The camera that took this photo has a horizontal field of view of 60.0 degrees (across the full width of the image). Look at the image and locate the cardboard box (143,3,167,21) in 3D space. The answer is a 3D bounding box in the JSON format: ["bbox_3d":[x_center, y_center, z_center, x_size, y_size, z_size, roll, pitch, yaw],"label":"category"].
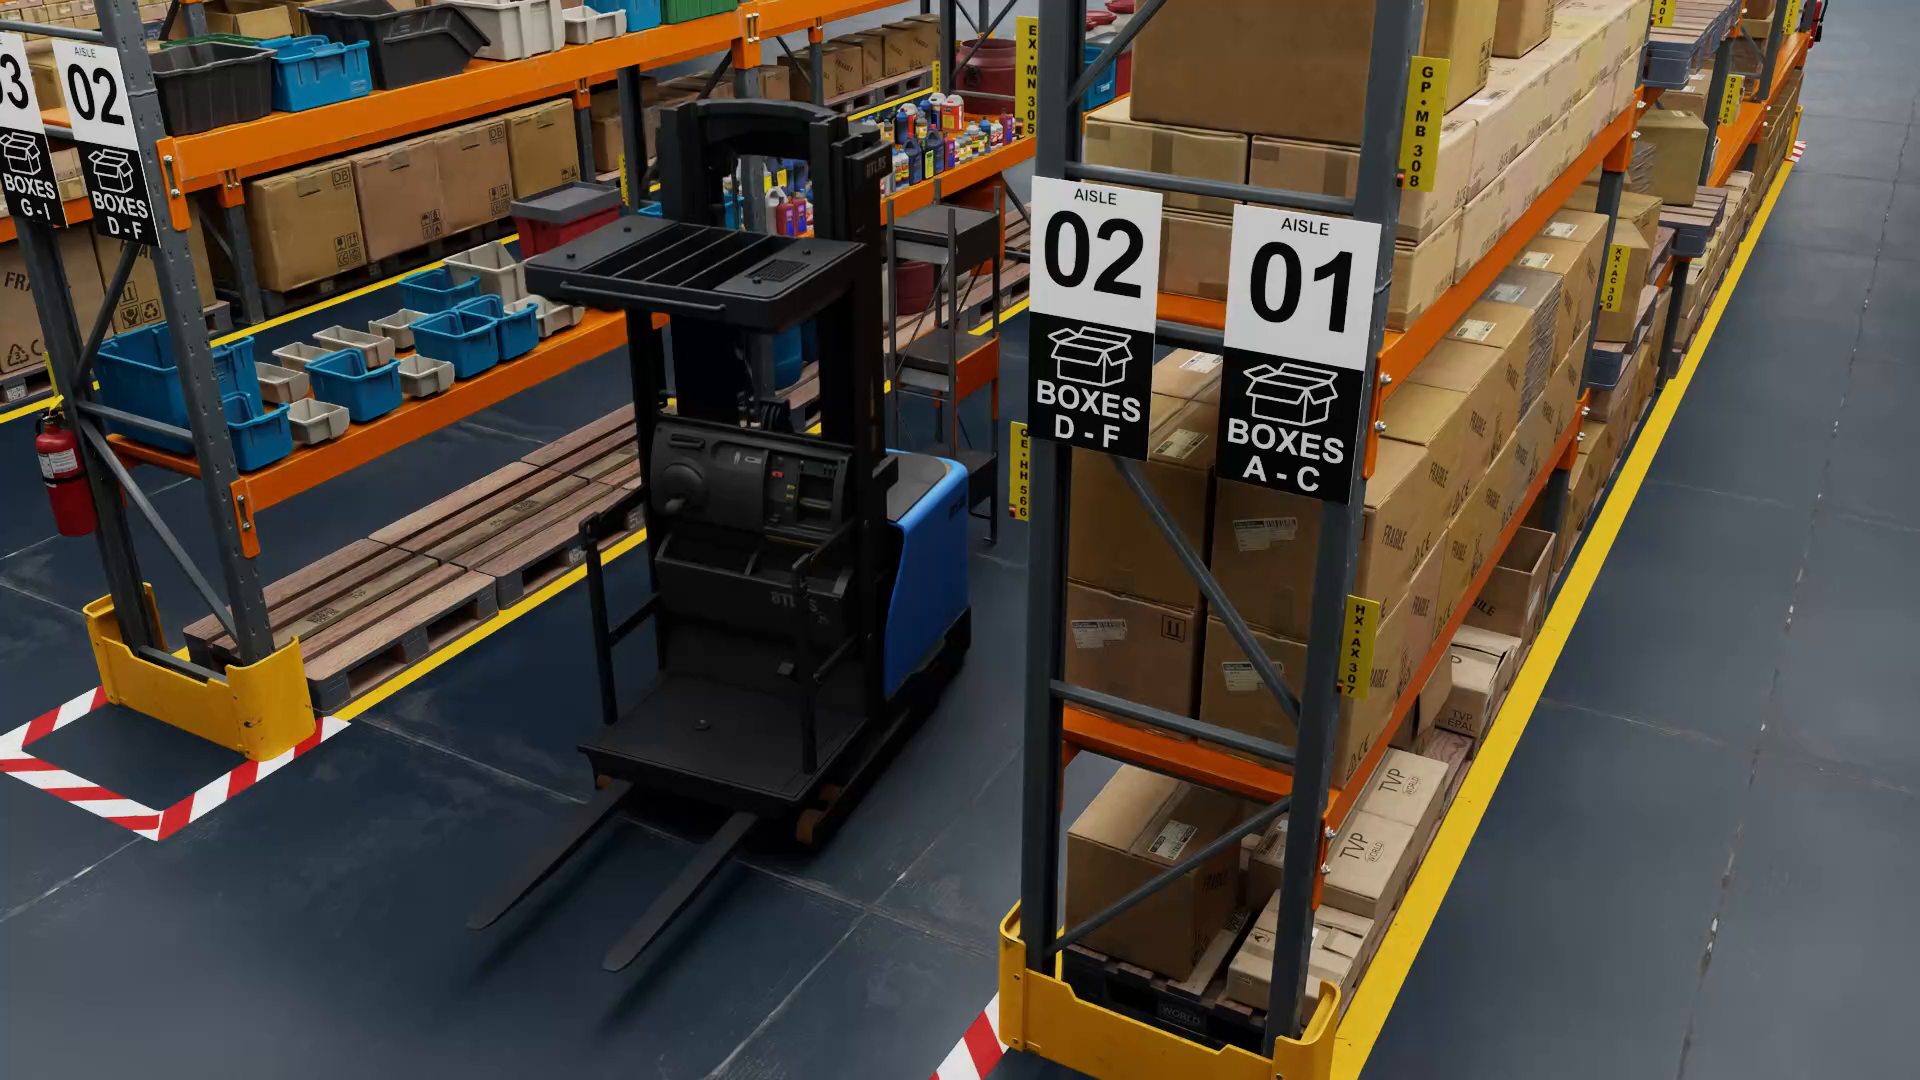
[{"bbox_3d":[-8.375,-5.436,17.071,0.380,0.149,0.250,15,30,27],"label":"cardboard box"}]

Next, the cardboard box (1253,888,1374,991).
[{"bbox_3d":[1.302,1.466,6.143,0.380,0.166,0.250,14,30,26],"label":"cardboard box"}]

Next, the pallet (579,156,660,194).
[{"bbox_3d":[-3.628,-3.777,17.059,1.003,0.211,1.213,14,30,26],"label":"pallet"}]

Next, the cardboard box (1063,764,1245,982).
[{"bbox_3d":[0.727,1.236,6.231,0.500,0.500,0.500,14,30,26],"label":"cardboard box"}]

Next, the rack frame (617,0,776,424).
[{"bbox_3d":[-1.669,-2.070,10.534,1.000,3.000,0.127,14,30,26],"label":"rack frame"}]

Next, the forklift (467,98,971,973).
[{"bbox_3d":[-0.982,-0.210,6.896,1.130,2.935,3.031,11,29,20],"label":"forklift"}]

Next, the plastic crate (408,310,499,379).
[{"bbox_3d":[-2.581,-1.000,8.517,0.416,0.233,0.300,14,30,26],"label":"plastic crate"}]

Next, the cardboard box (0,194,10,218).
[{"bbox_3d":[-6.604,-2.258,11.190,0.380,0.149,0.250,15,30,27],"label":"cardboard box"}]

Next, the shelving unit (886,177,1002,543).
[{"bbox_3d":[-0.081,-0.874,9.151,0.431,2.100,0.503,14,30,26],"label":"shelving unit"}]

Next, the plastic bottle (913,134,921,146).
[{"bbox_3d":[-0.308,-2.839,12.202,0.061,0.283,0.133,14,30,26],"label":"plastic bottle"}]

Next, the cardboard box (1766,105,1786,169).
[{"bbox_3d":[7.569,-3.891,15.936,0.500,0.500,0.500,14,30,26],"label":"cardboard box"}]

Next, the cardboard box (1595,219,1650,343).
[{"bbox_3d":[3.069,-1.346,8.506,0.700,0.500,0.500,4,27,9],"label":"cardboard box"}]

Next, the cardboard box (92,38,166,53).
[{"bbox_3d":[-5.975,-3.324,12.037,0.500,0.500,0.500,15,30,28],"label":"cardboard box"}]

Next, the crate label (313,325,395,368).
[{"bbox_3d":[-3.123,-1.001,8.627,0.396,0.136,0.243,14,30,26],"label":"crate label"}]

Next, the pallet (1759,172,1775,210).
[{"bbox_3d":[7.604,-3.627,16.759,1.003,0.211,1.213,14,30,26],"label":"pallet"}]

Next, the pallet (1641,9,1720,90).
[{"bbox_3d":[3.023,-2.474,8.200,1.213,0.211,1.003,14,30,26],"label":"pallet"}]

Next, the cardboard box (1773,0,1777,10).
[{"bbox_3d":[7.037,-5.092,15.010,0.700,0.500,0.500,14,30,26],"label":"cardboard box"}]

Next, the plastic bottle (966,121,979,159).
[{"bbox_3d":[0.093,-3.037,12.610,0.097,0.271,0.097,0,27,0],"label":"plastic bottle"}]

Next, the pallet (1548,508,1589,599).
[{"bbox_3d":[3.009,-0.056,9.627,1.003,0.211,1.213,14,30,26],"label":"pallet"}]

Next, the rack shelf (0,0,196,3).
[{"bbox_3d":[-6.965,-3.401,10.646,1.077,0.370,4.000,14,30,26],"label":"rack shelf"}]

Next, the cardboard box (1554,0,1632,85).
[{"bbox_3d":[2.390,-2.032,6.717,0.500,0.250,0.500,14,30,26],"label":"cardboard box"}]

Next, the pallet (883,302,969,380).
[{"bbox_3d":[-0.654,-1.592,12.694,1.003,0.211,1.213,14,30,26],"label":"pallet"}]

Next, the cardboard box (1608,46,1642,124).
[{"bbox_3d":[2.634,-2.004,7.219,0.500,0.250,0.500,14,30,26],"label":"cardboard box"}]

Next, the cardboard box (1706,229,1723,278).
[{"bbox_3d":[5.626,-2.290,12.950,0.500,0.311,0.500,13,30,25],"label":"cardboard box"}]

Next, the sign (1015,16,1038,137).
[{"bbox_3d":[0.200,-1.286,4.628,0.100,0.325,0.005,14,30,26],"label":"sign"}]

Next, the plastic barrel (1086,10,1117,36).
[{"bbox_3d":[1.244,-4.638,15.513,0.433,0.535,0.433,0,27,0],"label":"plastic barrel"}]

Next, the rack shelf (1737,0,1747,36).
[{"bbox_3d":[5.593,-4.336,12.513,1.077,0.370,4.000,14,30,26],"label":"rack shelf"}]

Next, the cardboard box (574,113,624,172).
[{"bbox_3d":[-3.702,-4.064,16.819,0.700,0.500,0.500,13,29,23],"label":"cardboard box"}]

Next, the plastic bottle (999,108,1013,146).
[{"bbox_3d":[0.357,-3.235,12.992,0.061,0.283,0.133,14,30,26],"label":"plastic bottle"}]

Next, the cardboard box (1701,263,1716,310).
[{"bbox_3d":[5.619,-2.034,13.066,0.500,0.250,0.500,13,30,25],"label":"cardboard box"}]

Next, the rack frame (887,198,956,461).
[{"bbox_3d":[-0.201,-0.779,8.961,0.400,2.100,0.015,14,30,26],"label":"rack frame"}]

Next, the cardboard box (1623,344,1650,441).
[{"bbox_3d":[4.098,-0.998,10.693,0.500,0.500,0.500,13,29,24],"label":"cardboard box"}]

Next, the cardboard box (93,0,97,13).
[{"bbox_3d":[-8.634,-5.365,16.597,0.380,0.149,0.250,14,30,26],"label":"cardboard box"}]

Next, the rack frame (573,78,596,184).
[{"bbox_3d":[-4.014,-4.720,15.827,1.000,3.000,0.127,14,30,26],"label":"rack frame"}]

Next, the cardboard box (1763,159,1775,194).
[{"bbox_3d":[7.570,-3.555,16.104,0.500,0.250,0.500,14,30,26],"label":"cardboard box"}]

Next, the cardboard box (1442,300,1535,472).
[{"bbox_3d":[1.872,-0.623,6.415,0.500,0.500,0.500,14,30,26],"label":"cardboard box"}]

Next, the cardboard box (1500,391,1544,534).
[{"bbox_3d":[2.116,-0.369,7.025,0.500,0.500,0.500,15,30,27],"label":"cardboard box"}]

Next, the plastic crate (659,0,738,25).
[{"bbox_3d":[-1.615,-3.085,9.447,0.450,0.188,0.662,14,30,26],"label":"plastic crate"}]

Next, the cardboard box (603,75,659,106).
[{"bbox_3d":[-3.458,-4.611,17.073,0.500,0.250,0.500,18,32,32],"label":"cardboard box"}]

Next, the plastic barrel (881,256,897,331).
[{"bbox_3d":[-0.683,-1.830,12.365,0.421,0.512,0.421,0,27,0],"label":"plastic barrel"}]

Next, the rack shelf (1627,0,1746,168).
[{"bbox_3d":[3.625,-2.777,9.399,1.077,0.370,4.000,14,30,26],"label":"rack shelf"}]

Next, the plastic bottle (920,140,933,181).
[{"bbox_3d":[-0.248,-2.756,12.034,0.061,0.283,0.133,14,30,26],"label":"plastic bottle"}]

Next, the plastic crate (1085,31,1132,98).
[{"bbox_3d":[1.360,-4.220,14.758,0.402,0.464,0.583,14,30,26],"label":"plastic crate"}]

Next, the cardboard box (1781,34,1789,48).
[{"bbox_3d":[8.050,-5.314,16.904,0.700,0.500,0.500,15,30,27],"label":"cardboard box"}]

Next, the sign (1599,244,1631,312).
[{"bbox_3d":[3.118,-1.248,7.926,0.100,0.325,0.005,14,30,26],"label":"sign"}]

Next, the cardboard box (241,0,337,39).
[{"bbox_3d":[-5.327,-4.170,13.496,0.797,0.503,0.637,15,30,27],"label":"cardboard box"}]

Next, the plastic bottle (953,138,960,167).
[{"bbox_3d":[-0.051,-2.892,12.398,0.097,0.201,0.097,0,27,0],"label":"plastic bottle"}]

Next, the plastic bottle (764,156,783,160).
[{"bbox_3d":[-1.329,-2.578,11.688,0.152,0.276,0.135,14,30,26],"label":"plastic bottle"}]

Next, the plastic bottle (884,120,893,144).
[{"bbox_3d":[-0.570,-3.171,12.956,0.097,0.201,0.097,0,27,0],"label":"plastic bottle"}]

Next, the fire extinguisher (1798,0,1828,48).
[{"bbox_3d":[9.007,-5.564,17.600,0.296,0.674,0.183,14,30,26],"label":"fire extinguisher"}]
